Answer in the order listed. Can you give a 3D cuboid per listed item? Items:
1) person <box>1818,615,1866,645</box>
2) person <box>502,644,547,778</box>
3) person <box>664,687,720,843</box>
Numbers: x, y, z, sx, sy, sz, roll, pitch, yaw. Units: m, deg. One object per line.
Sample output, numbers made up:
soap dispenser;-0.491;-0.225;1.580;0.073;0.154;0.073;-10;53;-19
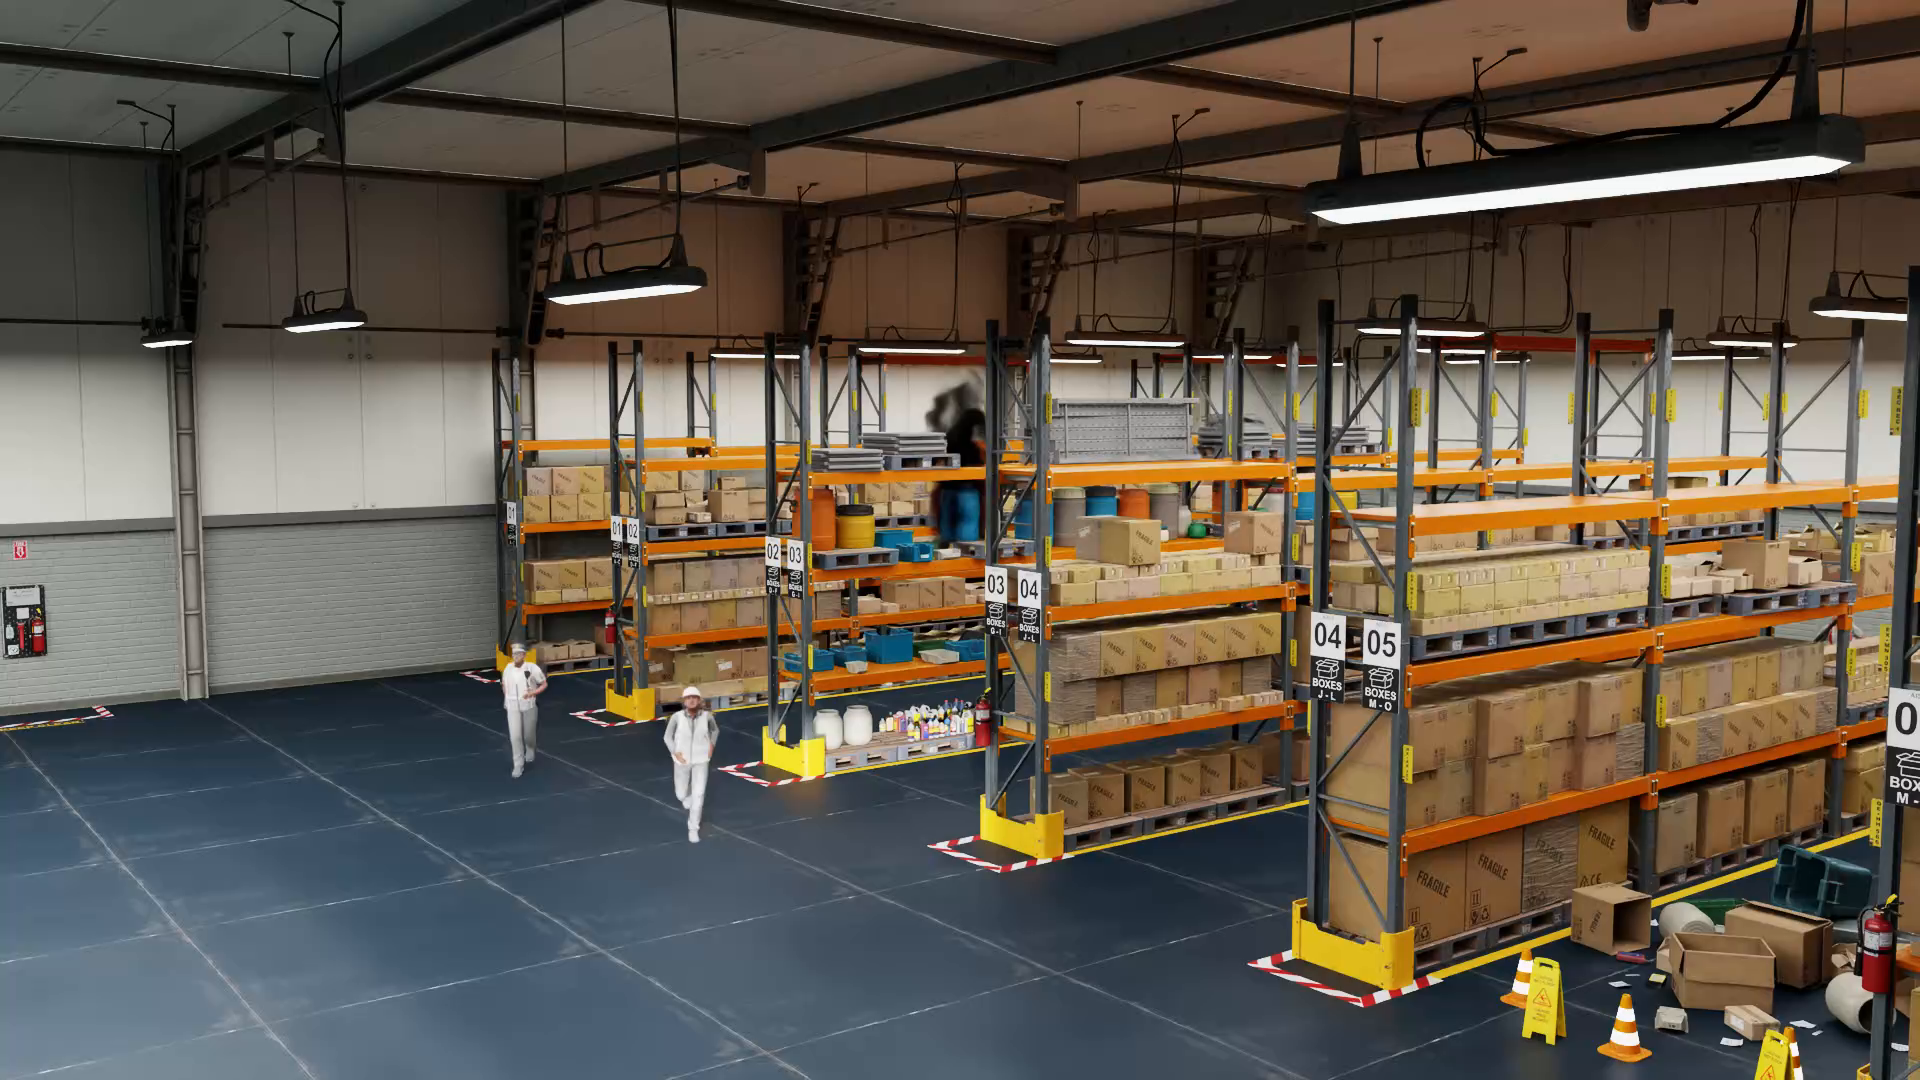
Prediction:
person;14.412;1.936;27.156;0.771;1.702;0.691;3;6;27
person;-5.971;2.288;22.755;0.652;1.785;0.863;0;5;-2
person;-3.154;2.598;19.609;0.565;1.761;1.024;0;5;-4
